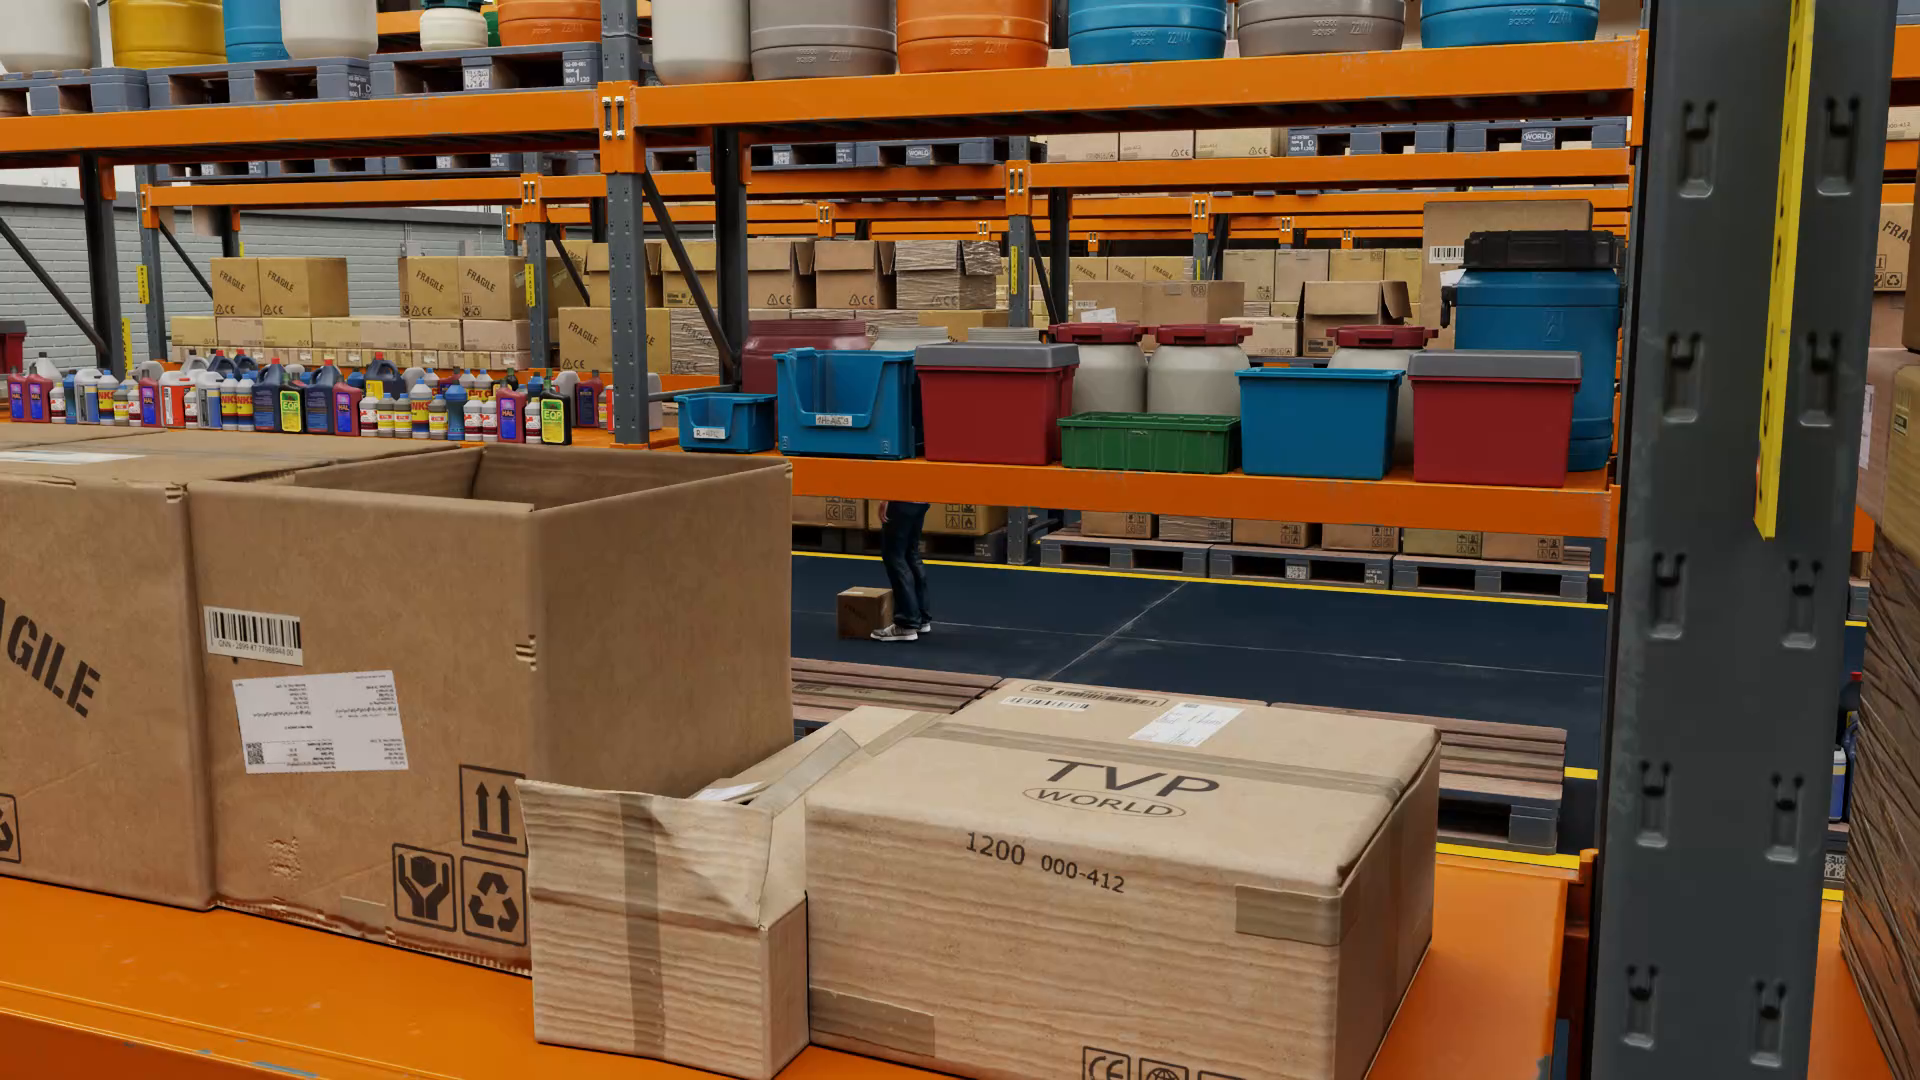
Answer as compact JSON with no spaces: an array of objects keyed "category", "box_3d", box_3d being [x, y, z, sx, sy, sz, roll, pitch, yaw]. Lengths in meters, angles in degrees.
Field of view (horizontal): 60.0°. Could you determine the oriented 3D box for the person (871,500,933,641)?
[{"category":"person","box_3d":[-0.320,-0.231,9.366,0.344,1.593,0.480,3,9,19]}]
